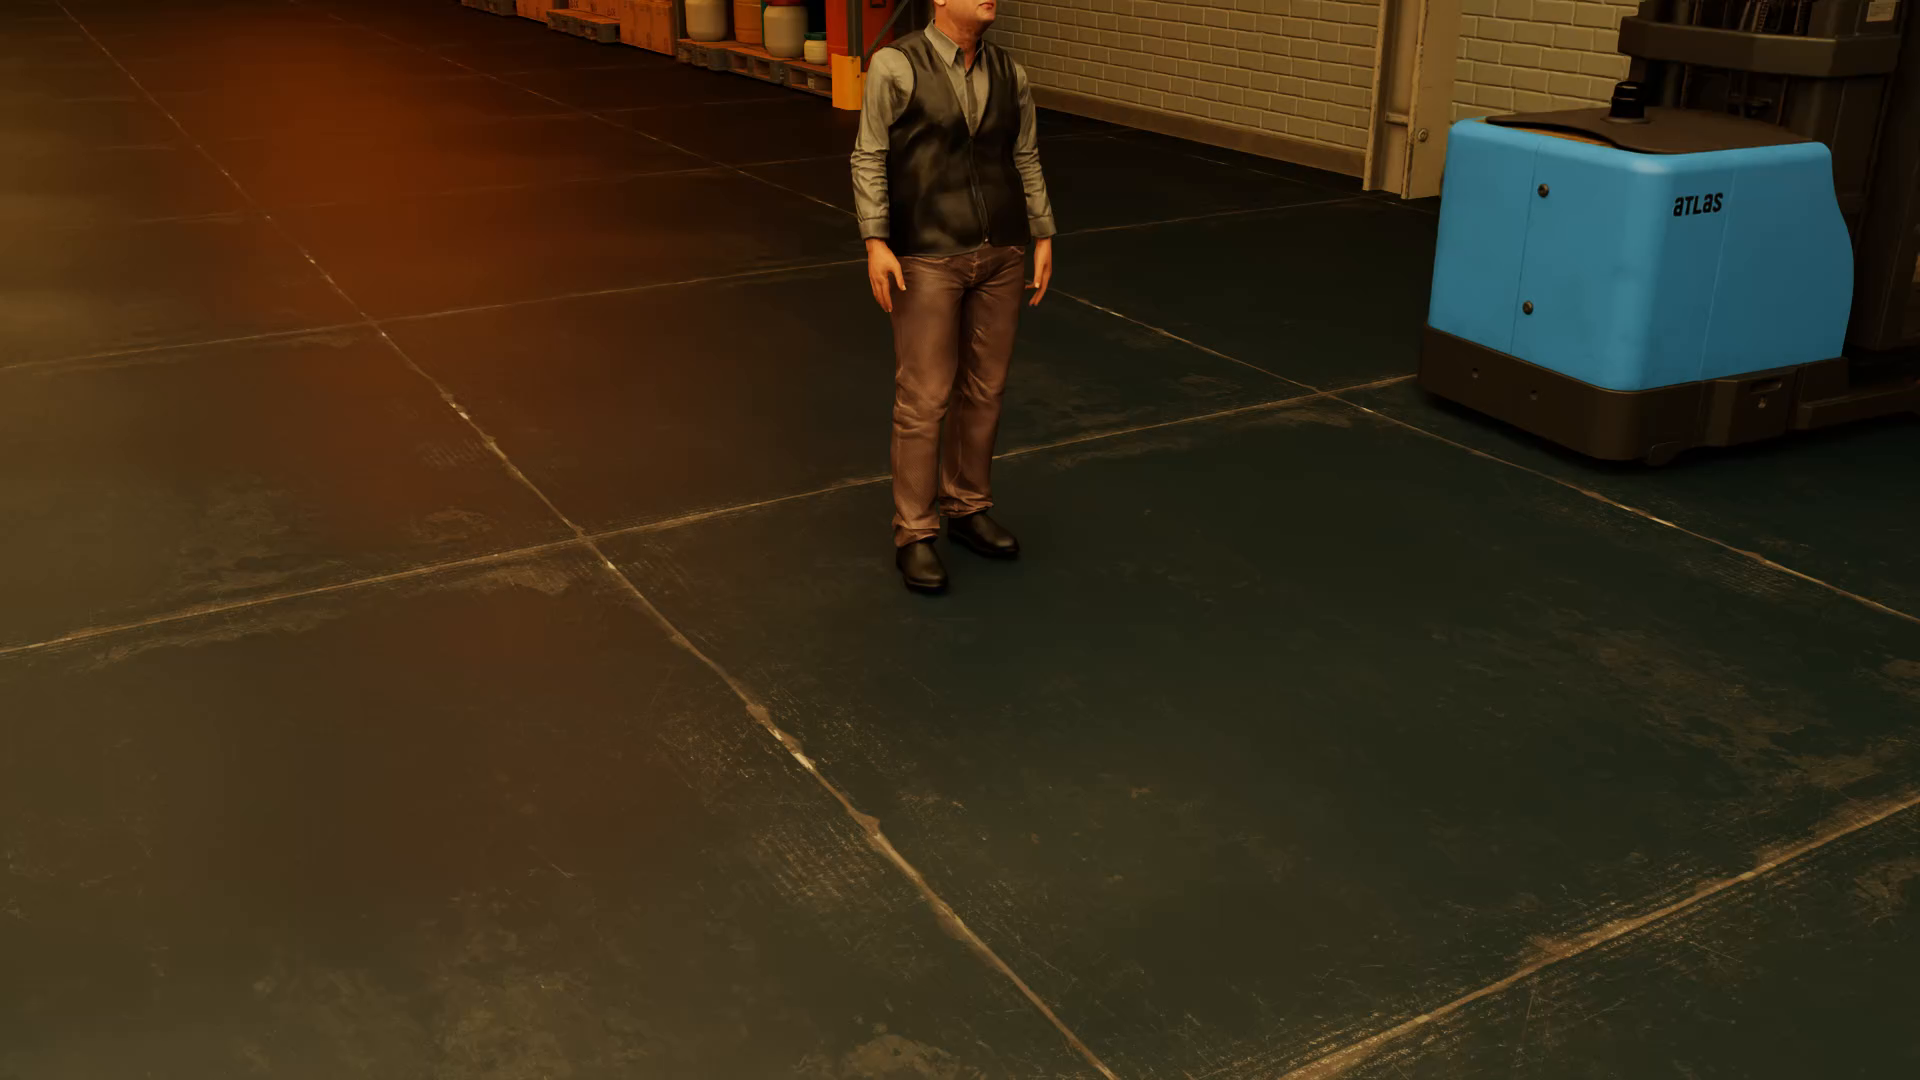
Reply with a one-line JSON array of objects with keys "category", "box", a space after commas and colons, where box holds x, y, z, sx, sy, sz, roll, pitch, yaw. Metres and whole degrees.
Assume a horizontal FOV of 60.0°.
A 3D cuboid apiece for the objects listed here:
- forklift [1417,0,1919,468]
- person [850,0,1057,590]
[{"category": "forklift", "box": [3.318, -1.965, 6.063, 3.031, 2.935, 1.130, -10, 24, -23]}, {"category": "person", "box": [0.028, -0.742, 4.760, 0.632, 1.642, 0.552, -12, 25, -28]}]
